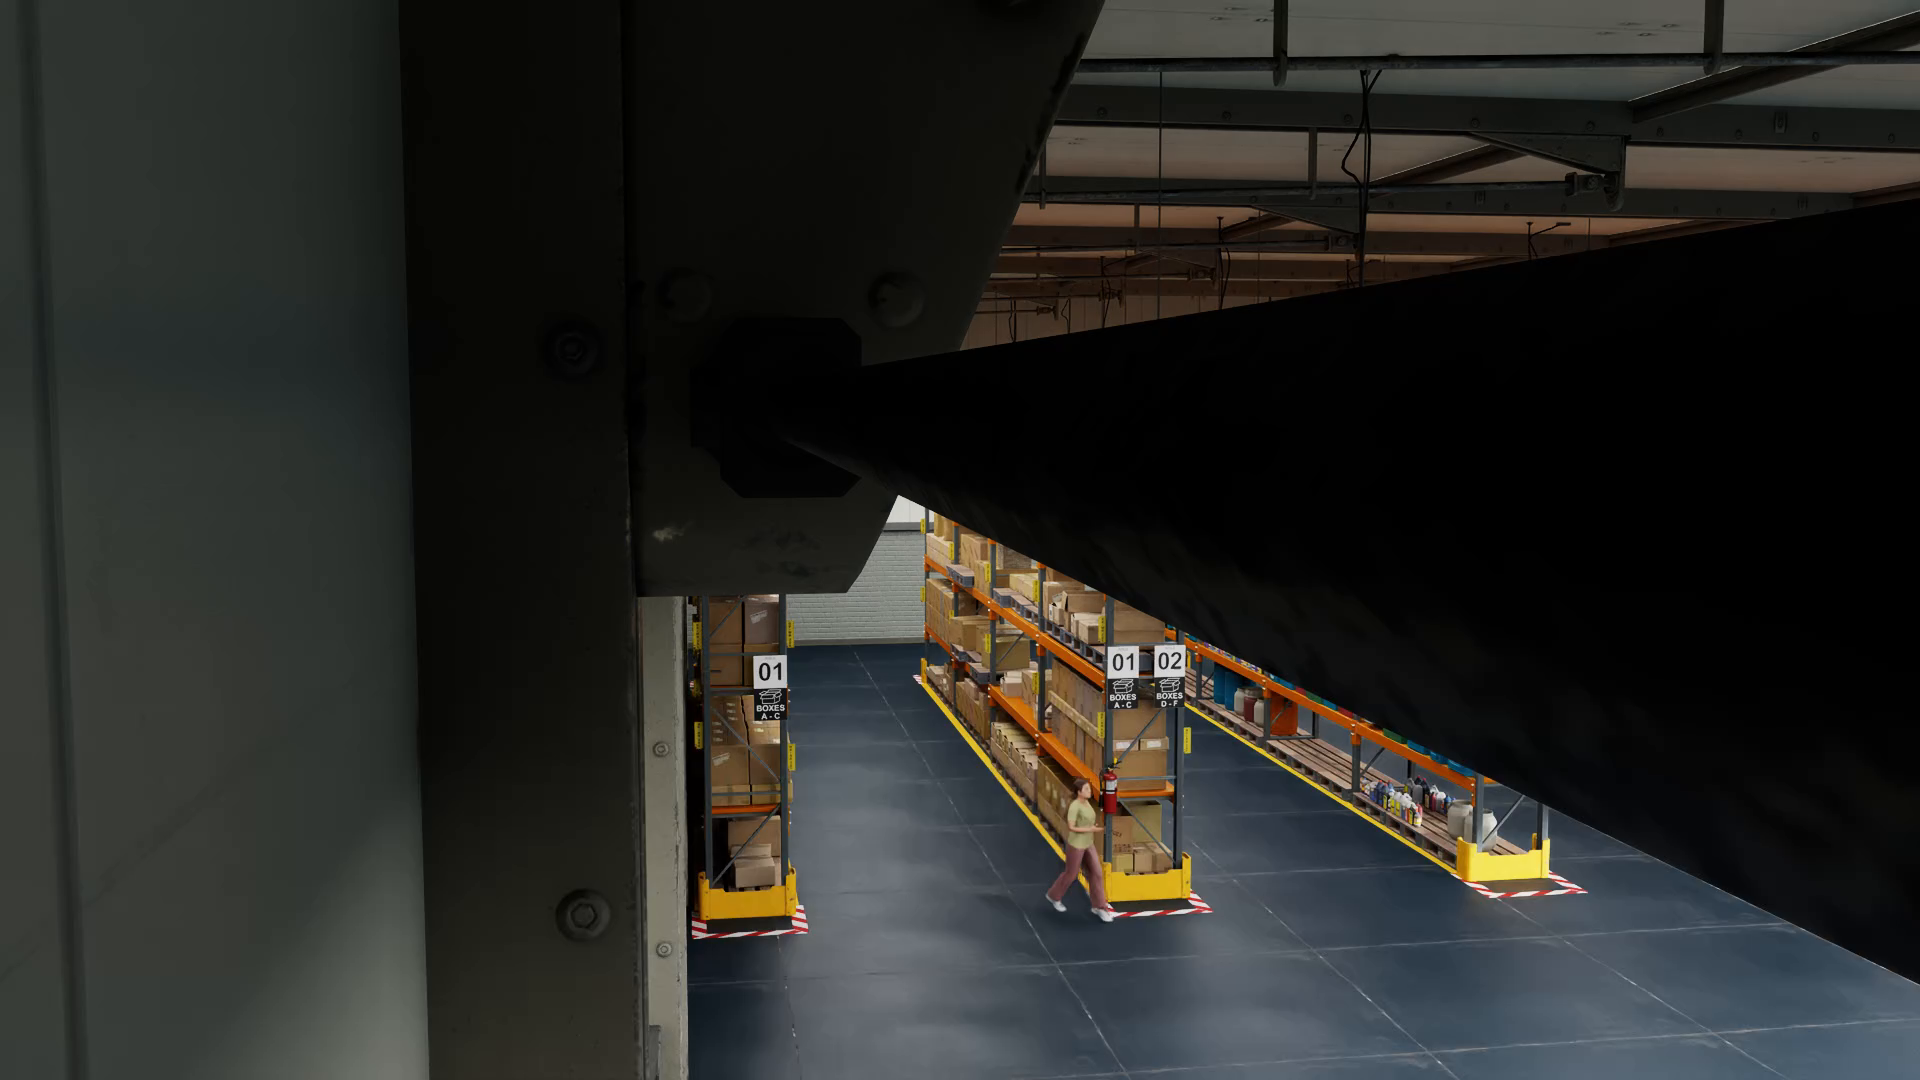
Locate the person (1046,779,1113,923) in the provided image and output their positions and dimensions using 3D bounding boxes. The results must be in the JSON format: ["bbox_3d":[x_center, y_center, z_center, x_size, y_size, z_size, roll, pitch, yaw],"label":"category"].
[{"bbox_3d":[1.431,3.718,20.047,0.872,1.714,0.583,4,6,35],"label":"person"}]
